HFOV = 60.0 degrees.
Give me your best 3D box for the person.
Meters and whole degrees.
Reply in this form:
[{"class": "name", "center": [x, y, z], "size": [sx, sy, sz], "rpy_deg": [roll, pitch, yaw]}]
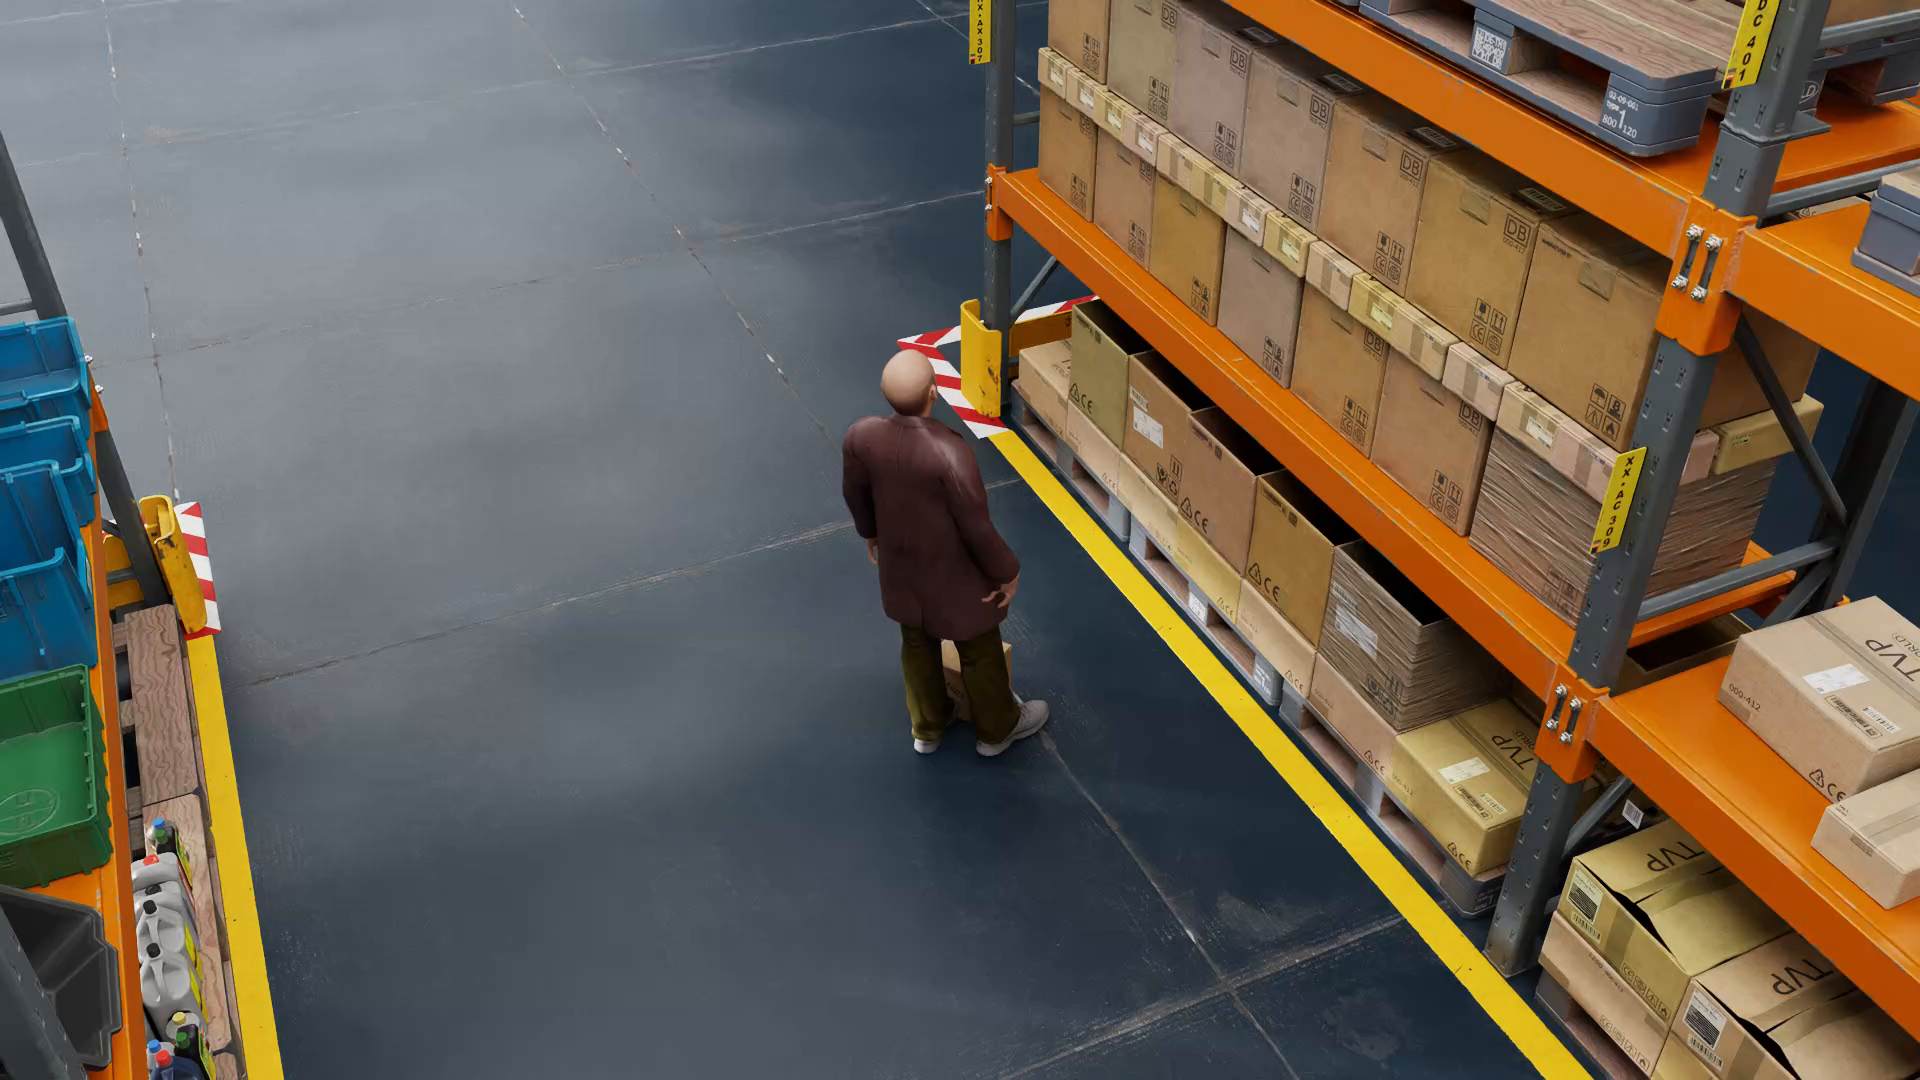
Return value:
[{"class": "person", "center": [-0.048, 0.032, 6.104], "size": [0.695, 1.777, 0.580], "rpy_deg": [21, 42, 26]}]
